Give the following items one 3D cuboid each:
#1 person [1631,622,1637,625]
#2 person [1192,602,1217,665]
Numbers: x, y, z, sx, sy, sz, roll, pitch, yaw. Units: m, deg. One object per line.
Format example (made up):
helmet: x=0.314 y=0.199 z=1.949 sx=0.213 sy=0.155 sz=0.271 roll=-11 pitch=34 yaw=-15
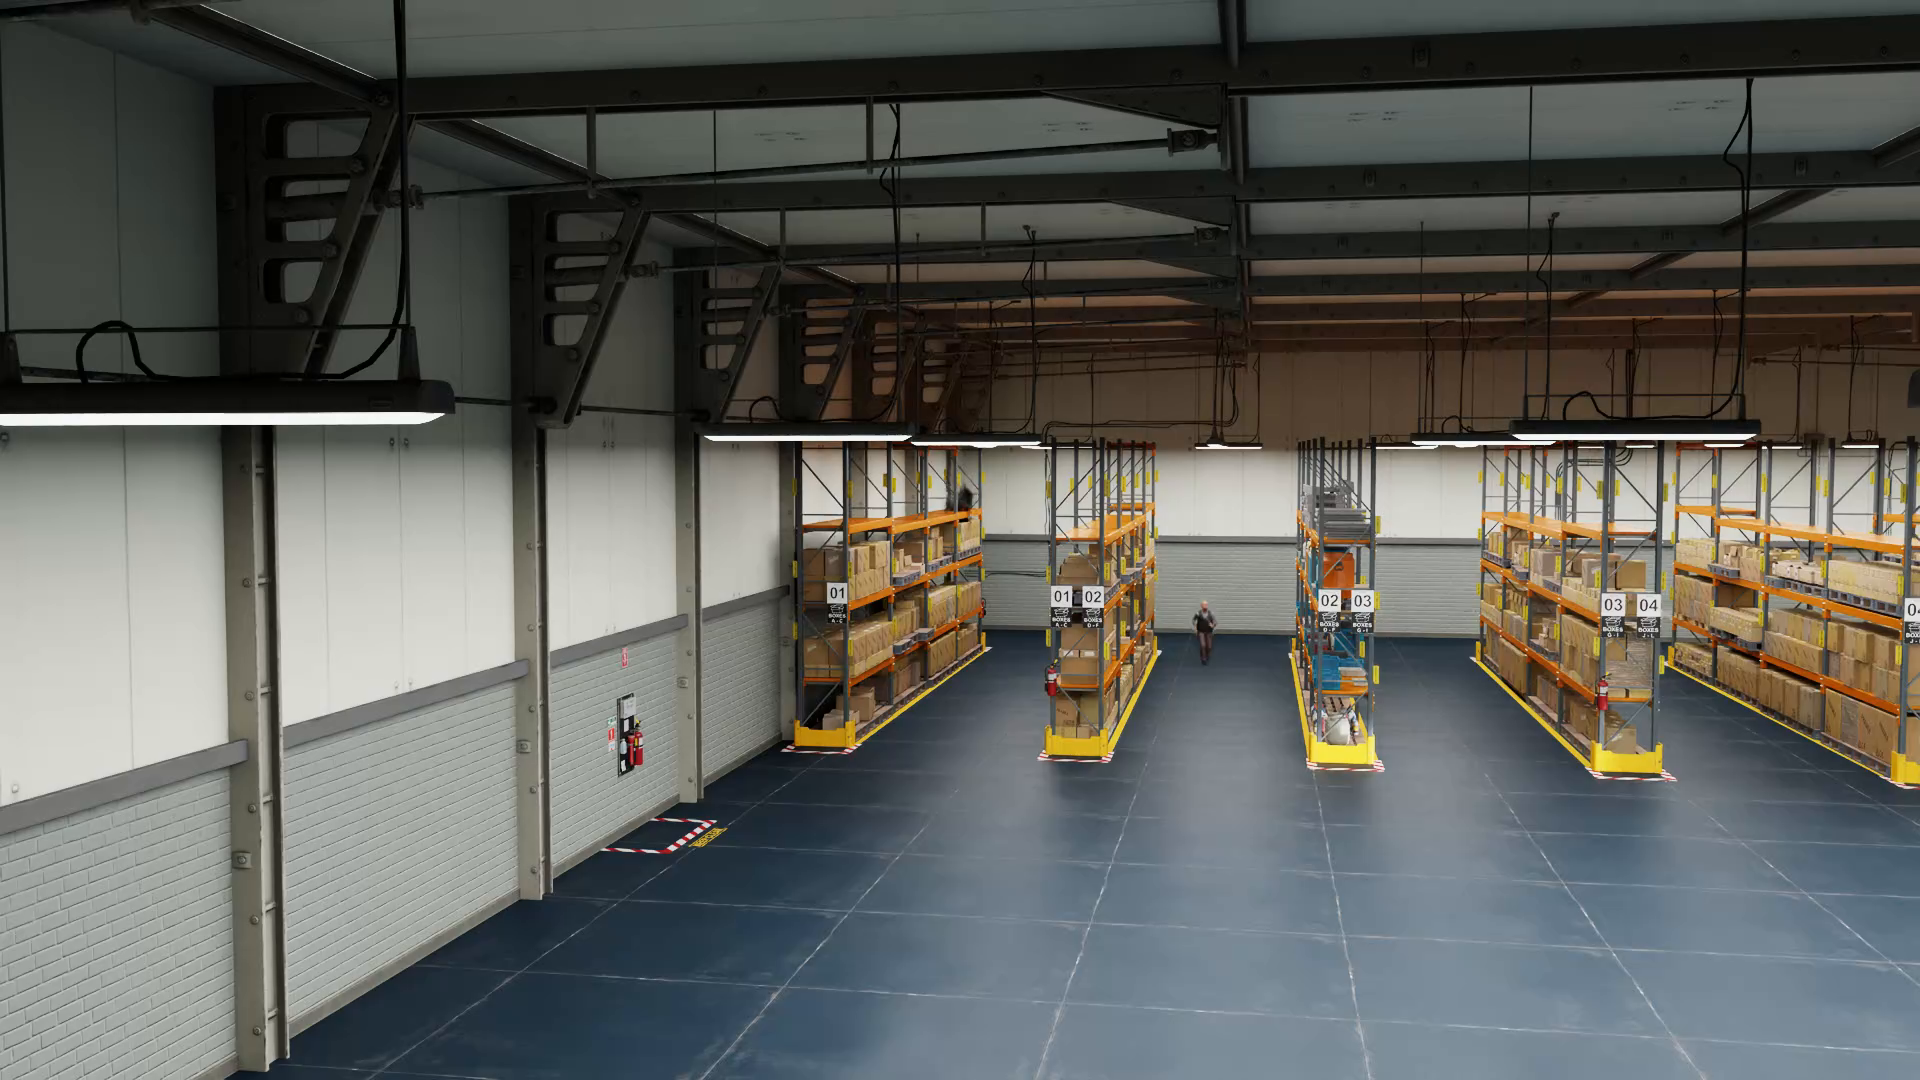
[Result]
person: x=17.651 y=2.555 z=43.523 sx=0.679 sy=1.803 sz=0.870 roll=1 pitch=3 yaw=18
person: x=6.599 y=2.505 z=44.882 sx=0.670 sy=1.692 sz=0.821 roll=0 pitch=3 yaw=2
